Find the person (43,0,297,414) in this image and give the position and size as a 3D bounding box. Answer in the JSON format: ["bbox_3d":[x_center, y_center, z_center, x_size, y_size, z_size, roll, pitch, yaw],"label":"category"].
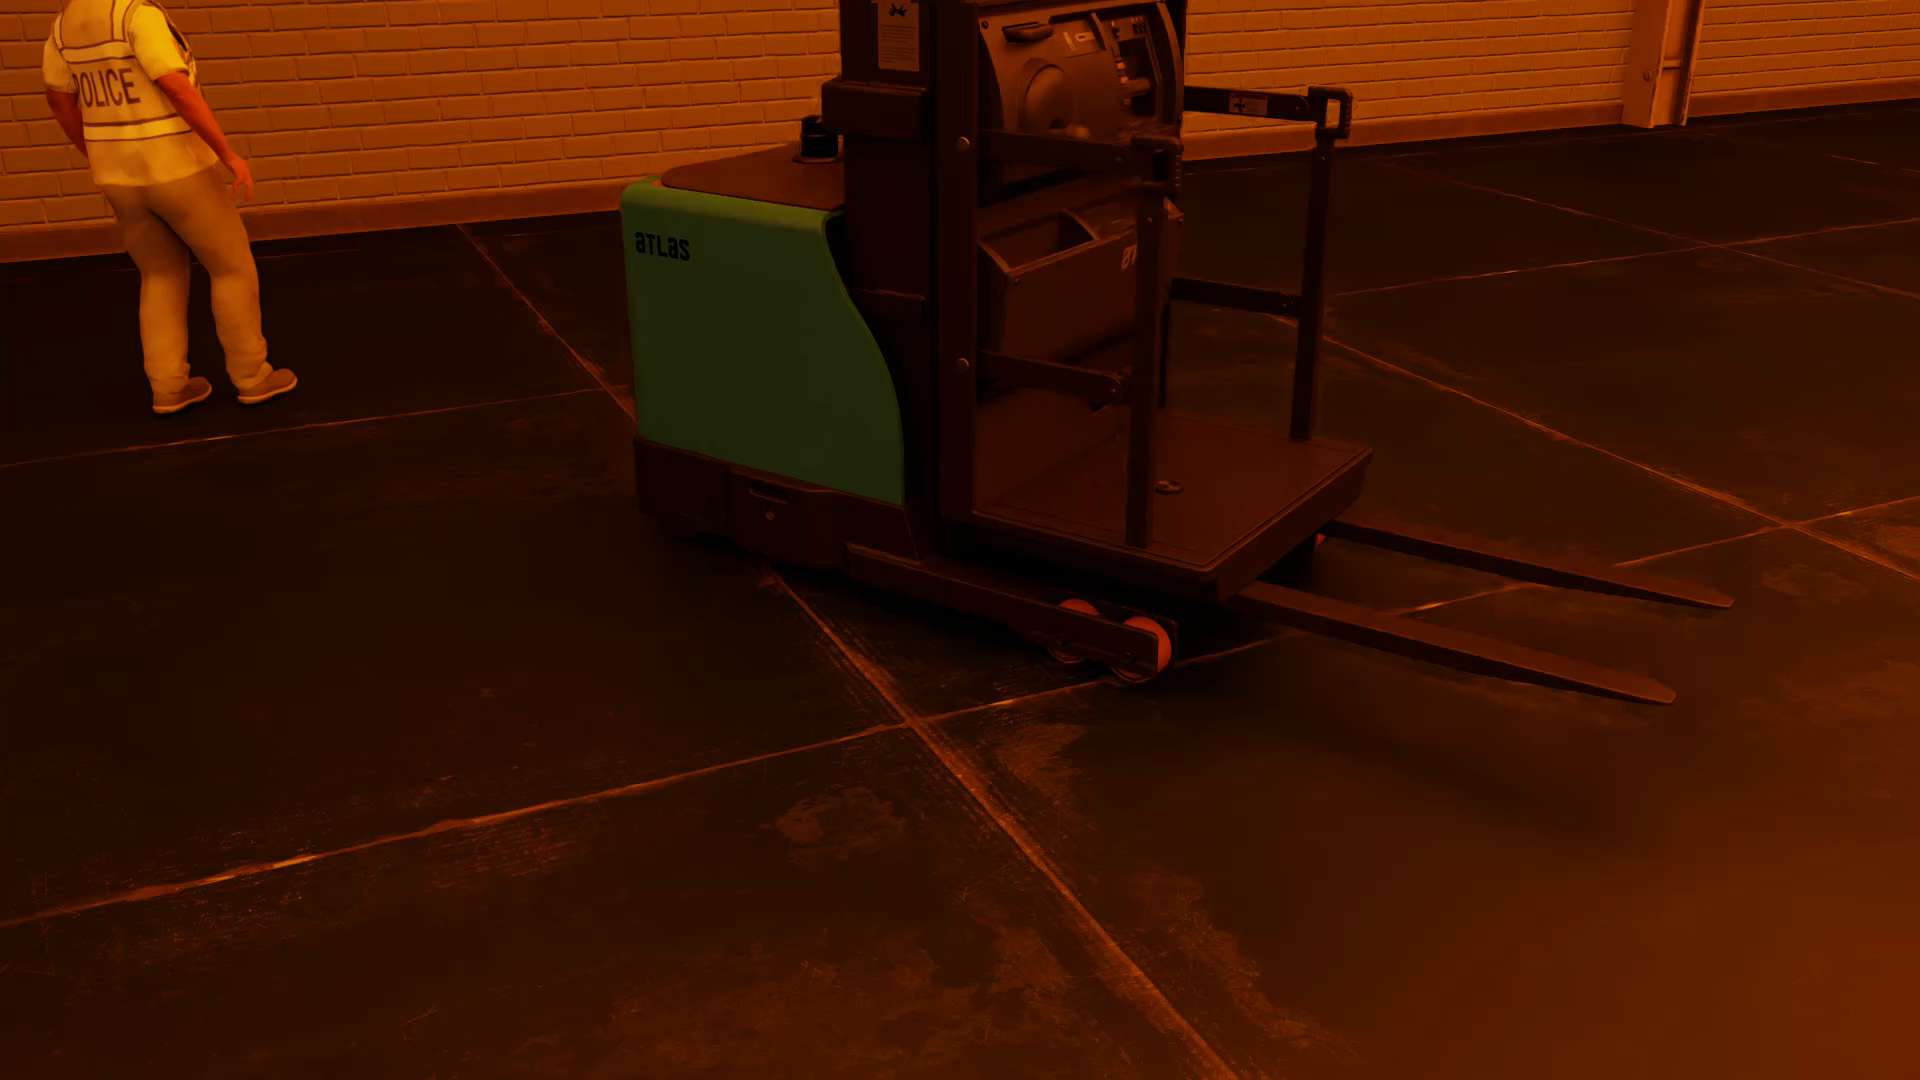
[{"bbox_3d":[-2.879,-1.351,6.079,0.738,1.749,0.537,6,23,14],"label":"person"}]

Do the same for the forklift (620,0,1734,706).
[{"bbox_3d":[0.504,-1.221,4.226,3.031,2.935,1.130,15,27,31],"label":"forklift"}]
